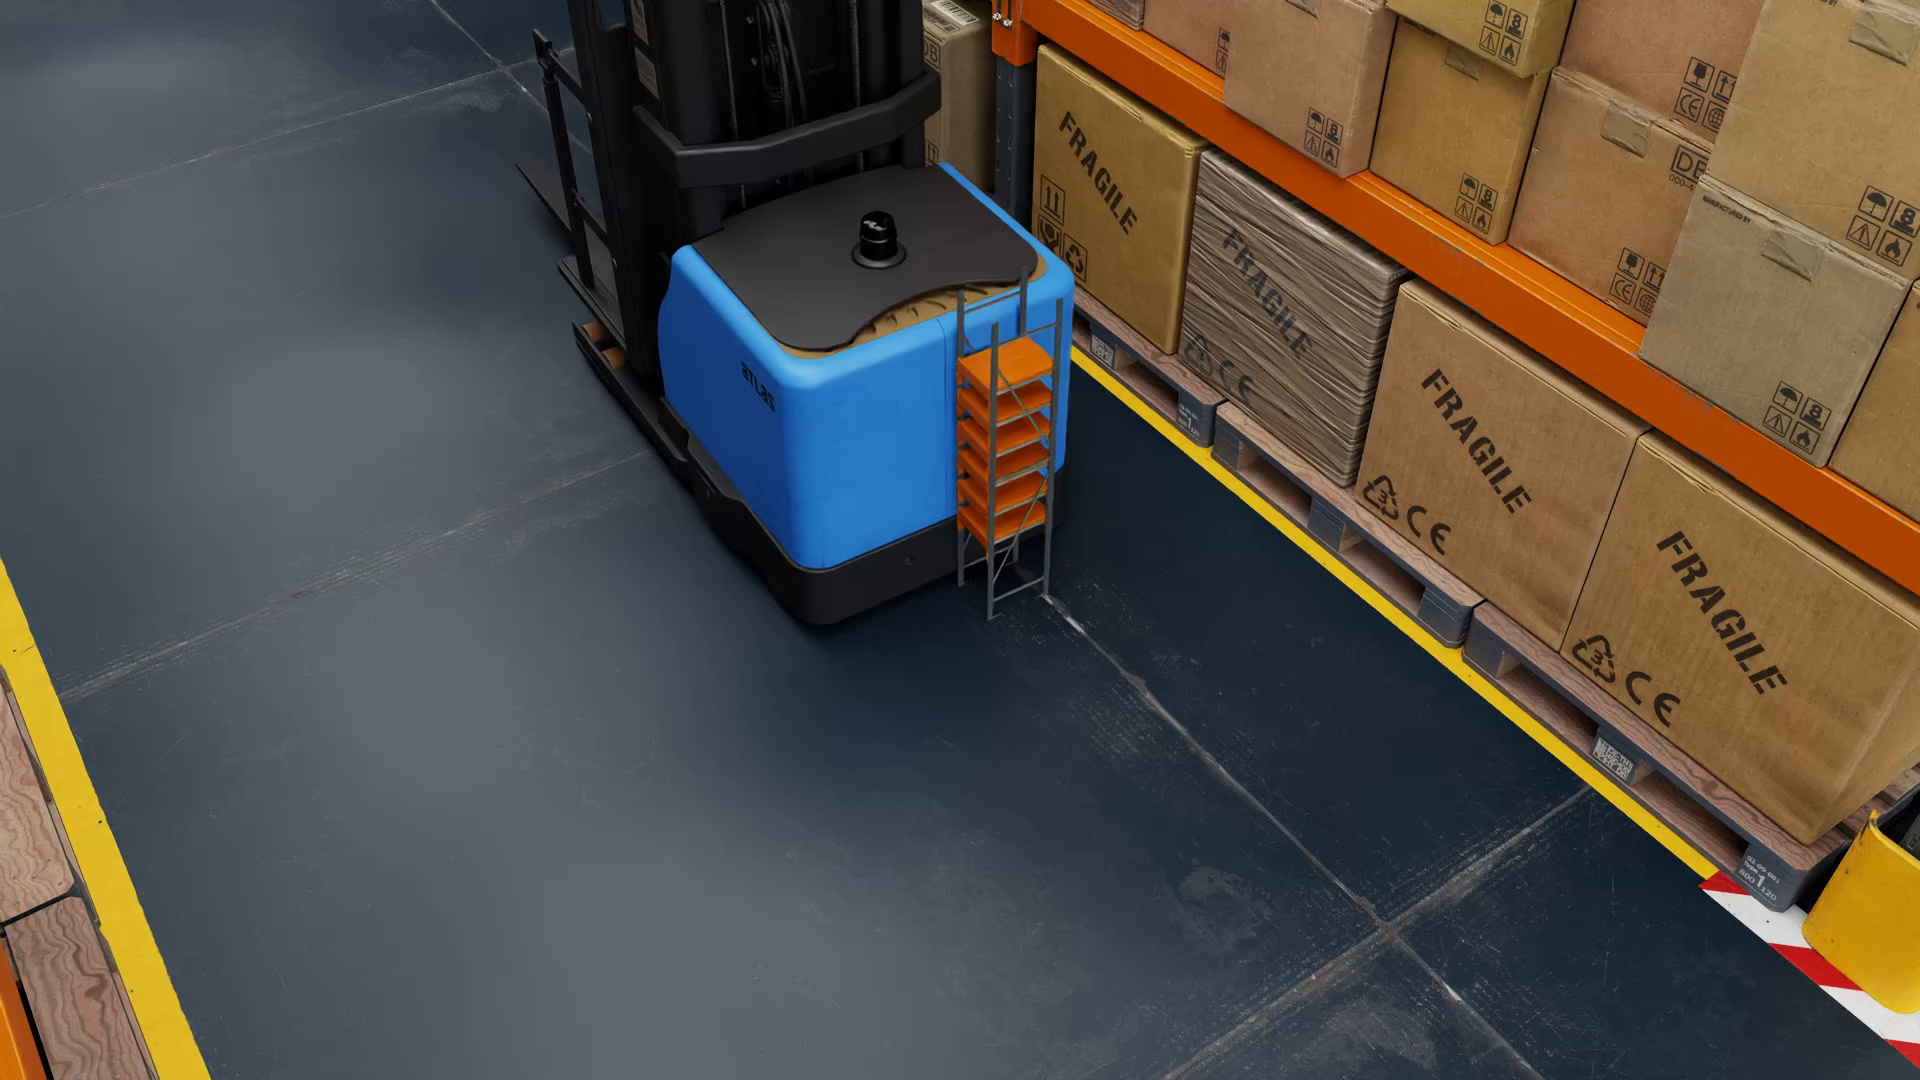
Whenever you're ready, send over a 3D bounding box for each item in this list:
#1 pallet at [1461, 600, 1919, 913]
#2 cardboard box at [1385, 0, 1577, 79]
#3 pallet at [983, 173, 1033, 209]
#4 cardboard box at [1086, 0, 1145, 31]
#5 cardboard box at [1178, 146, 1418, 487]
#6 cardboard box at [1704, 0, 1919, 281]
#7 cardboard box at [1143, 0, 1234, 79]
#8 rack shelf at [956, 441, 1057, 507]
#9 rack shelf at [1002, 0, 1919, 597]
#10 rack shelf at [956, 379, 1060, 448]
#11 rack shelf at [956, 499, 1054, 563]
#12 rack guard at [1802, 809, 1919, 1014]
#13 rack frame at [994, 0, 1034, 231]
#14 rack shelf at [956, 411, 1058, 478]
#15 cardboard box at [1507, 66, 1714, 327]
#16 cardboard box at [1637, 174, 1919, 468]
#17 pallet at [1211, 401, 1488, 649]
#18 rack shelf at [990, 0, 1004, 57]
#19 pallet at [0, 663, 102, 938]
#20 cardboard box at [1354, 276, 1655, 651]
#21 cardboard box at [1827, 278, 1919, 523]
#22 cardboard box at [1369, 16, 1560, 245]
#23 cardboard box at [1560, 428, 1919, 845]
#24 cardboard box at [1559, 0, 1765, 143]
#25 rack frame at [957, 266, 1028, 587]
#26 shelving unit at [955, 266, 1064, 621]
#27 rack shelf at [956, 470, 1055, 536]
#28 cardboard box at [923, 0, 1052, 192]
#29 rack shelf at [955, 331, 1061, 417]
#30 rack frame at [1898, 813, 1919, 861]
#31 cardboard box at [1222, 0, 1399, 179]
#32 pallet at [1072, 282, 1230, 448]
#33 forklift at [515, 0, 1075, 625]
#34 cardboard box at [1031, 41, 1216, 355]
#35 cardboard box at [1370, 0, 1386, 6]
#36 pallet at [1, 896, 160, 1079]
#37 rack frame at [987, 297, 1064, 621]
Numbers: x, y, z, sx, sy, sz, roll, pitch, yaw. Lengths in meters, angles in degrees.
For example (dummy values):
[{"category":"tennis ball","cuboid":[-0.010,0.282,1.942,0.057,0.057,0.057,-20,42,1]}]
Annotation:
[{"category":"pallet","cuboid":[2.349,0.440,5.136,1.003,0.211,1.213,-26,49,-24]},{"category":"cardboard box","cuboid":[1.681,-1.711,4.480,0.875,0.550,0.500,-26,49,-24]},{"category":"pallet","cuboid":[0.079,-1.810,7.493,1.003,0.211,1.213,-26,49,-24]},{"category":"cardboard box","cuboid":[0.803,-2.262,5.838,0.875,0.550,0.550,-26,49,-24]},{"category":"cardboard box","cuboid":[1.404,-0.902,5.757,0.875,0.875,0.875,-25,49,-24]},{"category":"cardboard box","cuboid":[2.300,-1.092,3.831,0.875,0.550,0.550,-26,49,-24]},{"category":"cardboard box","cuboid":[1.136,-1.959,5.521,0.875,0.550,0.550,-26,49,-24]},{"category":"rack shelf","cuboid":[0.143,-0.234,5.191,0.258,0.103,0.180,-23,48,-22]},{"category":"rack shelf","cuboid":[1.726,-1.019,5.166,1.077,0.370,4.000,-26,49,-24]},{"category":"rack shelf","cuboid":[0.143,-0.408,5.025,0.258,0.103,0.180,-23,48,-22]},{"category":"rack shelf","cuboid":[0.143,-0.060,5.356,0.258,0.103,0.180,-23,48,-22]},{"category":"rack guard","cuboid":[2.884,0.771,4.580,1.175,0.500,0.348,-26,49,-24]},{"category":"rack frame","cuboid":[0.582,-2.412,6.104,1.000,3.000,0.127,-26,49,-24]},{"category":"rack shelf","cuboid":[0.143,-0.321,5.108,0.258,0.103,0.180,-23,48,-22]},{"category":"cardboard box","cuboid":[2.071,-1.062,4.582,0.875,0.550,0.550,-26,49,-24]},{"category":"cardboard box","cuboid":[2.289,-0.696,4.198,0.875,0.550,0.550,-26,49,-24]},{"category":"pallet","cuboid":[1.655,-0.250,5.859,1.003,0.211,1.213,-26,49,-24]},{"category":"rack shelf","cuboid":[-0.562,-3.284,7.539,1.077,0.370,4.000,-26,49,-24]},{"category":"pallet","cuboid":[-3.130,0.865,4.691,1.003,0.211,1.213,-26,49,-24]},{"category":"cardboard box","cuboid":[1.923,-0.385,5.216,0.875,0.875,0.875,-26,50,-25]},{"category":"cardboard box","cuboid":[2.621,-0.393,3.881,0.875,0.550,0.550,-26,49,-24]},{"category":"cardboard box","cuboid":[1.734,-1.346,4.879,0.875,0.550,0.500,-26,49,-24]},{"category":"cardboard box","cuboid":[2.428,0.112,4.695,0.875,0.875,0.875,-25,49,-24]},{"category":"cardboard box","cuboid":[2.091,-1.462,4.219,0.875,0.550,0.550,-26,49,-24]},{"category":"rack frame","cuboid":[0.095,-0.320,5.216,0.240,1.200,0.006,-23,48,-22]},{"category":"shelving unit","cuboid":[0.143,-0.266,5.160,0.258,1.200,0.189,-23,48,-22]},{"category":"rack shelf","cuboid":[0.143,-0.147,5.273,0.258,0.103,0.180,-23,48,-22]},{"category":"cardboard box","cuboid":[0.153,-2.066,7.067,1.050,0.750,0.750,-26,49,-25]},{"category":"rack shelf","cuboid":[0.143,-0.494,4.942,0.258,0.103,0.180,-23,48,-22]},{"category":"rack frame","cuboid":[2.871,-0.146,3.731,1.000,3.000,0.127,-26,49,-24]},{"category":"cardboard box","cuboid":[1.349,-1.607,5.152,0.875,0.550,0.550,-26,49,-24]},{"category":"pallet","cuboid":[0.953,-0.942,6.583,1.003,0.211,1.213,-26,49,-24]},{"category":"forklift","cuboid":[-0.835,-1.786,5.498,1.130,2.935,3.031,-23,48,-22]},{"category":"cardboard box","cuboid":[0.885,-1.411,6.291,0.875,0.875,0.875,-25,49,-24]},{"category":"cardboard box","cuboid":[1.371,-2.008,4.791,0.875,0.550,0.550,-26,49,-24]},{"category":"pallet","cuboid":[-2.428,1.557,3.966,1.003,0.211,1.213,-26,49,-24]},{"category":"rack frame","cuboid":[0.191,-0.212,5.104,0.240,1.200,0.006,-23,48,-22]}]
